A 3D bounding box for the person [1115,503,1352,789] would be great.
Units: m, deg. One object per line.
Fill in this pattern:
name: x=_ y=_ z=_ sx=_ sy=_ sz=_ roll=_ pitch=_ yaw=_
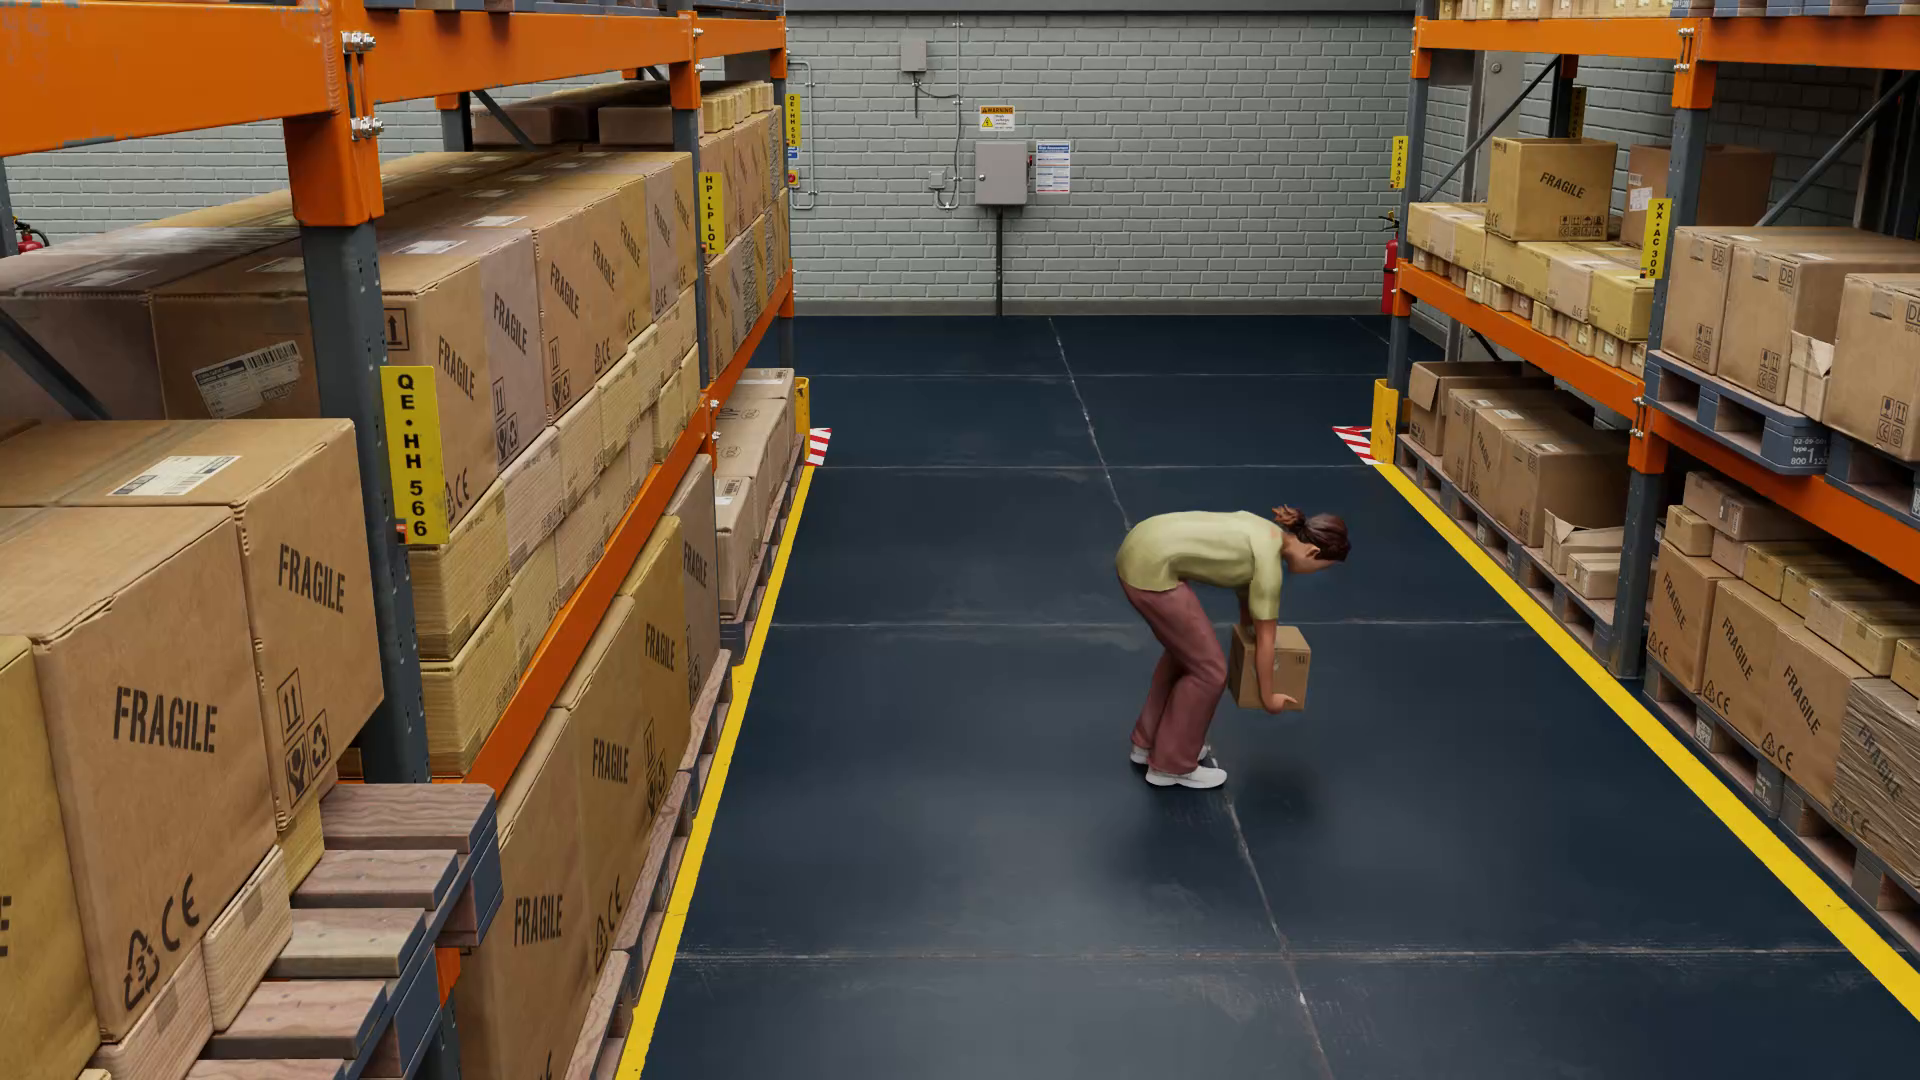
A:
person: x=1.020 y=0.384 z=6.311 sx=0.872 sy=1.084 sz=0.423 roll=-1 pitch=17 yaw=-3
